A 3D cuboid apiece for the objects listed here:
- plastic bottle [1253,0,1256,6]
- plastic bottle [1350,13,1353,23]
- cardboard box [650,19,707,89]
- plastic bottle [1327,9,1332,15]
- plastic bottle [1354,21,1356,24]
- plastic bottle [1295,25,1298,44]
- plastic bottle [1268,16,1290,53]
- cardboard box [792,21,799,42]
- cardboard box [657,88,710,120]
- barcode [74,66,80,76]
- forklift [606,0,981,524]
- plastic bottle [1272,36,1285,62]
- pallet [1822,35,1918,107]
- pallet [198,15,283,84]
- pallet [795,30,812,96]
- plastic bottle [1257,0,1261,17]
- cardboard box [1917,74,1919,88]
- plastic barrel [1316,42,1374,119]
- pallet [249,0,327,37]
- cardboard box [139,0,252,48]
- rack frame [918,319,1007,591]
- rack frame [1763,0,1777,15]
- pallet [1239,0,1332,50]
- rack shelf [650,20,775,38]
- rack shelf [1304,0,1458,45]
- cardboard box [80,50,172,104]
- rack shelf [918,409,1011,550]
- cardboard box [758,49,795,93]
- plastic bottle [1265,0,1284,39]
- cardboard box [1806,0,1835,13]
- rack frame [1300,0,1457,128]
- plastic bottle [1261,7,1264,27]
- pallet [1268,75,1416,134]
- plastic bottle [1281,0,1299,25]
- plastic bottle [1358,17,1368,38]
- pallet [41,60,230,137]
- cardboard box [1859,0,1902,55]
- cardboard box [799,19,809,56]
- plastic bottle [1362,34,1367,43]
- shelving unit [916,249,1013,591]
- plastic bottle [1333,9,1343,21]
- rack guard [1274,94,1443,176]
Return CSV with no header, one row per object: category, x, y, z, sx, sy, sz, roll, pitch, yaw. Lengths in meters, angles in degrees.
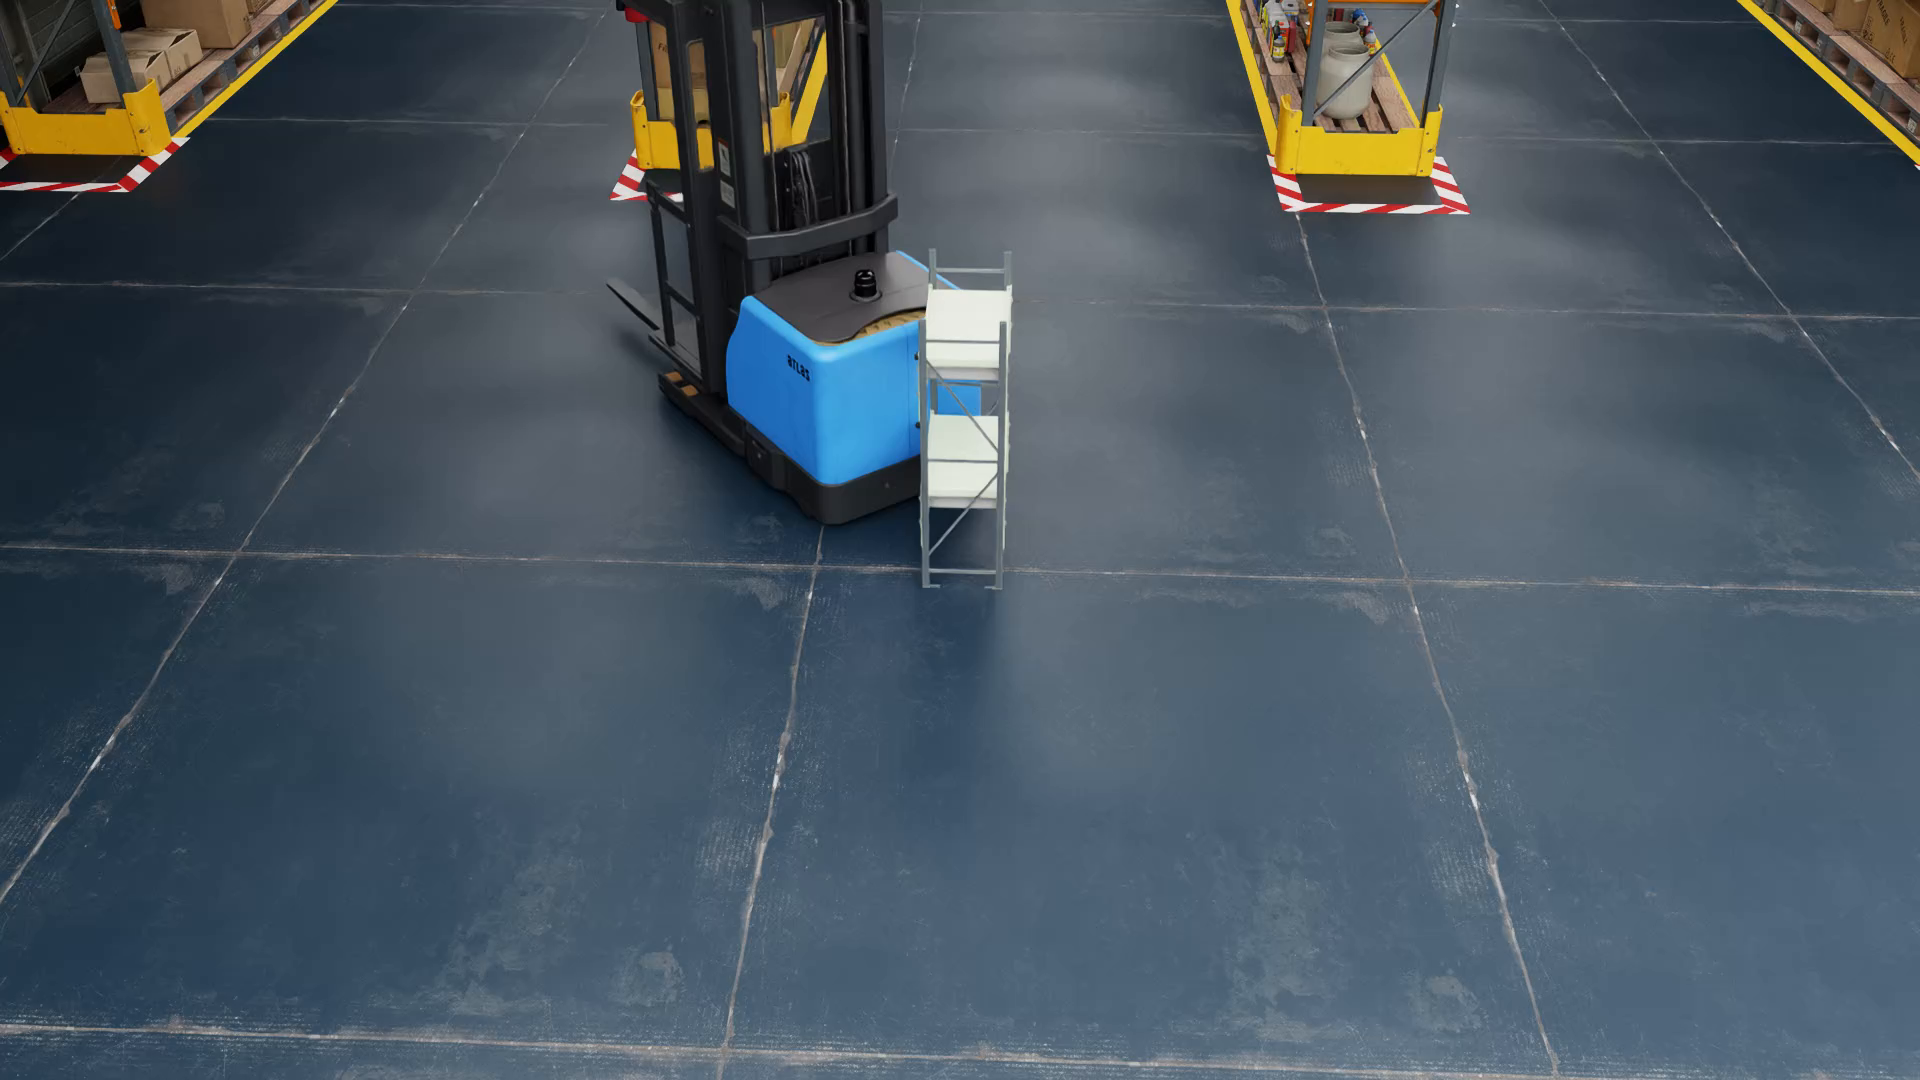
plastic bottle,2.784,-5.060,15.273,0.152,0.276,0.135,3,35,4
plastic bottle,3.474,-4.555,14.619,0.097,0.201,0.097,0,35,0
cardboard box,-2.165,-3.841,12.926,0.500,0.500,0.500,1,35,2
plastic bottle,3.326,-4.922,15.076,0.152,0.276,0.135,1,35,2
plastic bottle,3.466,-4.437,14.451,0.097,0.201,0.097,0,35,0
plastic bottle,2.864,-4.388,14.381,0.097,0.201,0.097,0,35,0
plastic bottle,2.733,-4.331,14.235,0.152,0.276,0.135,2,35,2
cardboard box,-1.620,-4.404,13.727,0.500,0.500,0.500,1,35,2
cardboard box,-2.163,-3.534,13.142,0.500,0.250,0.500,1,35,2
barcode,-7.120,-3.783,13.418,0.001,0.075,0.075,1,35,2
forklift,-1.129,-2.082,9.109,1.130,2.935,3.031,-22,41,-28
plastic bottle,2.696,-4.156,14.052,0.097,0.201,0.097,0,35,0
pallet,8.132,-4.009,14.217,1.003,0.211,1.213,1,35,2
pallet,-6.716,-4.352,14.705,1.003,0.211,1.213,1,35,2
pallet,-1.849,-4.171,14.447,1.003,0.211,1.213,1,35,2
plastic bottle,2.766,-4.887,14.962,0.144,0.351,0.185,0,35,0
cardboard box,8.040,-3.793,13.293,0.500,0.500,0.500,10,36,14
plastic barrel,3.010,-3.590,12.993,0.421,0.512,0.421,0,35,0
pallet,-6.670,-5.055,15.705,1.003,0.211,1.213,1,35,2
cardboard box,-6.619,-4.585,14.402,0.700,0.500,0.500,-1,35,-1
rack frame,0.012,-0.372,7.921,0.400,1.500,0.023,2,35,2
rack frame,8.169,-6.239,14.965,1.000,3.000,0.127,1,35,2
pallet,3.152,-4.828,15.382,1.003,0.211,1.213,1,35,2
rack shelf,-1.809,-5.027,13.866,1.077,0.370,4.000,1,35,2
rack shelf,3.140,-4.910,13.700,1.077,0.370,4.000,1,35,2
cardboard box,-6.722,-3.760,13.393,0.500,0.311,0.500,-2,35,-3
rack shelf,0.030,-0.315,8.407,0.431,0.370,0.720,2,35,2
cardboard box,-1.629,-3.809,13.534,0.500,0.250,0.500,1,35,2
plastic bottle,2.741,-4.536,14.463,0.144,0.351,0.185,3,35,4
cardboard box,8.113,-5.160,15.237,0.500,0.500,0.500,0,35,0
rack frame,3.060,-4.056,11.858,1.000,3.000,0.127,1,35,2
plastic bottle,2.731,-4.664,14.775,0.097,0.201,0.097,0,35,0
pallet,3.054,-3.426,13.387,1.003,0.211,1.213,1,35,2
plastic bottle,2.898,-4.624,14.652,0.152,0.276,0.135,1,35,2
plastic bottle,3.458,-4.351,14.268,0.097,0.271,0.097,0,35,0
pallet,-6.768,-3.653,13.710,1.003,0.211,1.213,1,35,2
cardboard box,8.152,-4.472,14.259,0.500,0.500,0.500,-2,35,-2
cardboard box,-1.584,-4.384,14.351,0.500,0.250,0.500,1,35,2
plastic bottle,3.448,-4.185,14.093,0.097,0.201,0.097,0,35,0
shelving unit,0.030,-0.582,8.220,0.431,1.500,0.755,2,35,2
plastic bottle,3.345,-4.659,14.696,0.061,0.283,0.133,1,35,2
rack guard,3.016,-3.078,12.640,1.175,0.500,0.348,1,35,2
